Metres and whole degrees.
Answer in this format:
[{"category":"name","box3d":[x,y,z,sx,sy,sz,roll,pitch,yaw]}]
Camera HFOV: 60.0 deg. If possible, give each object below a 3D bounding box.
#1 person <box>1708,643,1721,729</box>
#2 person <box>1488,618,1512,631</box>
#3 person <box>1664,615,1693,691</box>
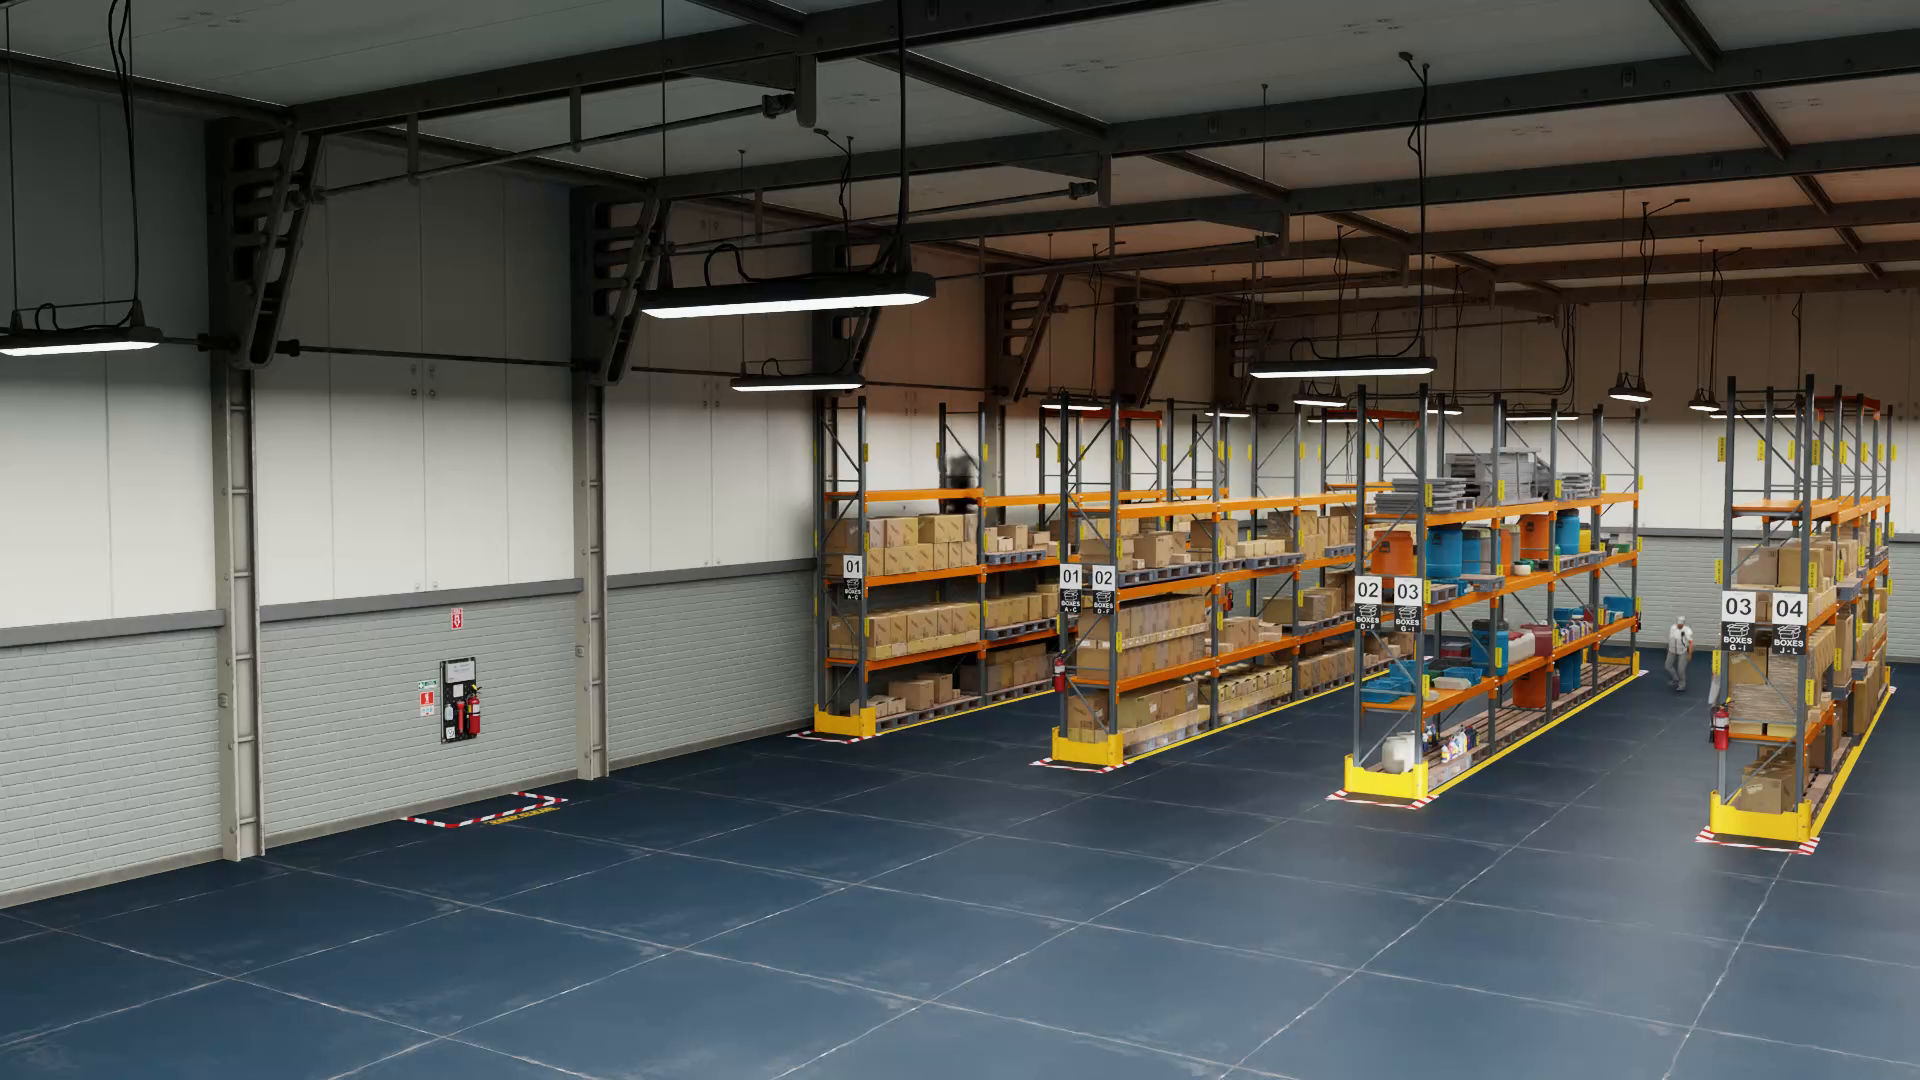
[{"category":"person","box3d":[13.622,2.618,29.698,0.549,1.616,0.782,2,4,39]},{"category":"person","box3d":[11.535,2.289,35.744,0.649,1.712,0.761,1,3,23]},{"category":"person","box3d":[15.100,2.368,34.922,0.629,1.606,0.639,-3,4,-42]}]
